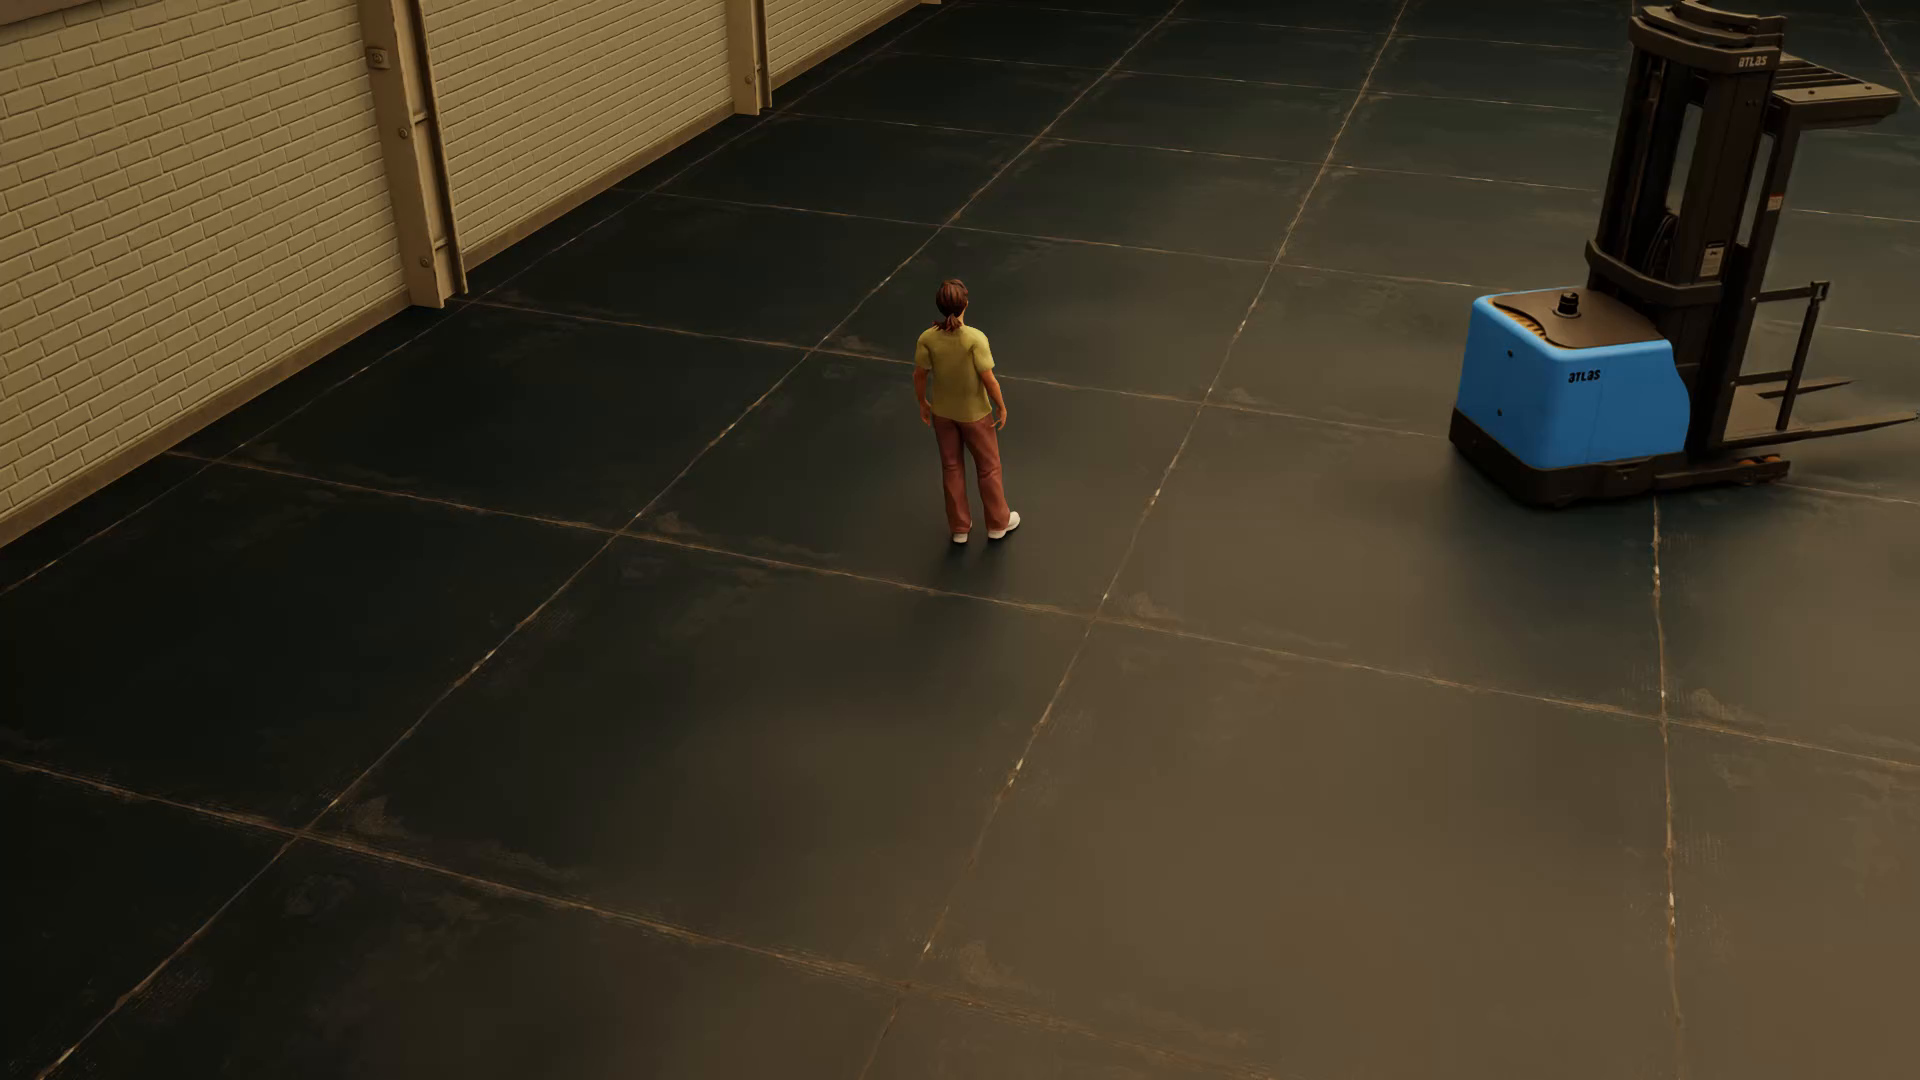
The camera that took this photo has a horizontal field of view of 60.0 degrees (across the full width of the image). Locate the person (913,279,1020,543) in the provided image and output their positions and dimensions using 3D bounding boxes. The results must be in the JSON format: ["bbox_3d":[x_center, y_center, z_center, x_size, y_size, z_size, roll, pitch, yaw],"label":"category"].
[{"bbox_3d":[0.035,-0.767,9.735,0.553,1.673,0.548,10,31,16],"label":"person"}]

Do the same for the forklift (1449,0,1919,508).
[{"bbox_3d":[4.849,-1.866,10.410,3.031,2.935,1.130,-8,31,-13],"label":"forklift"}]
